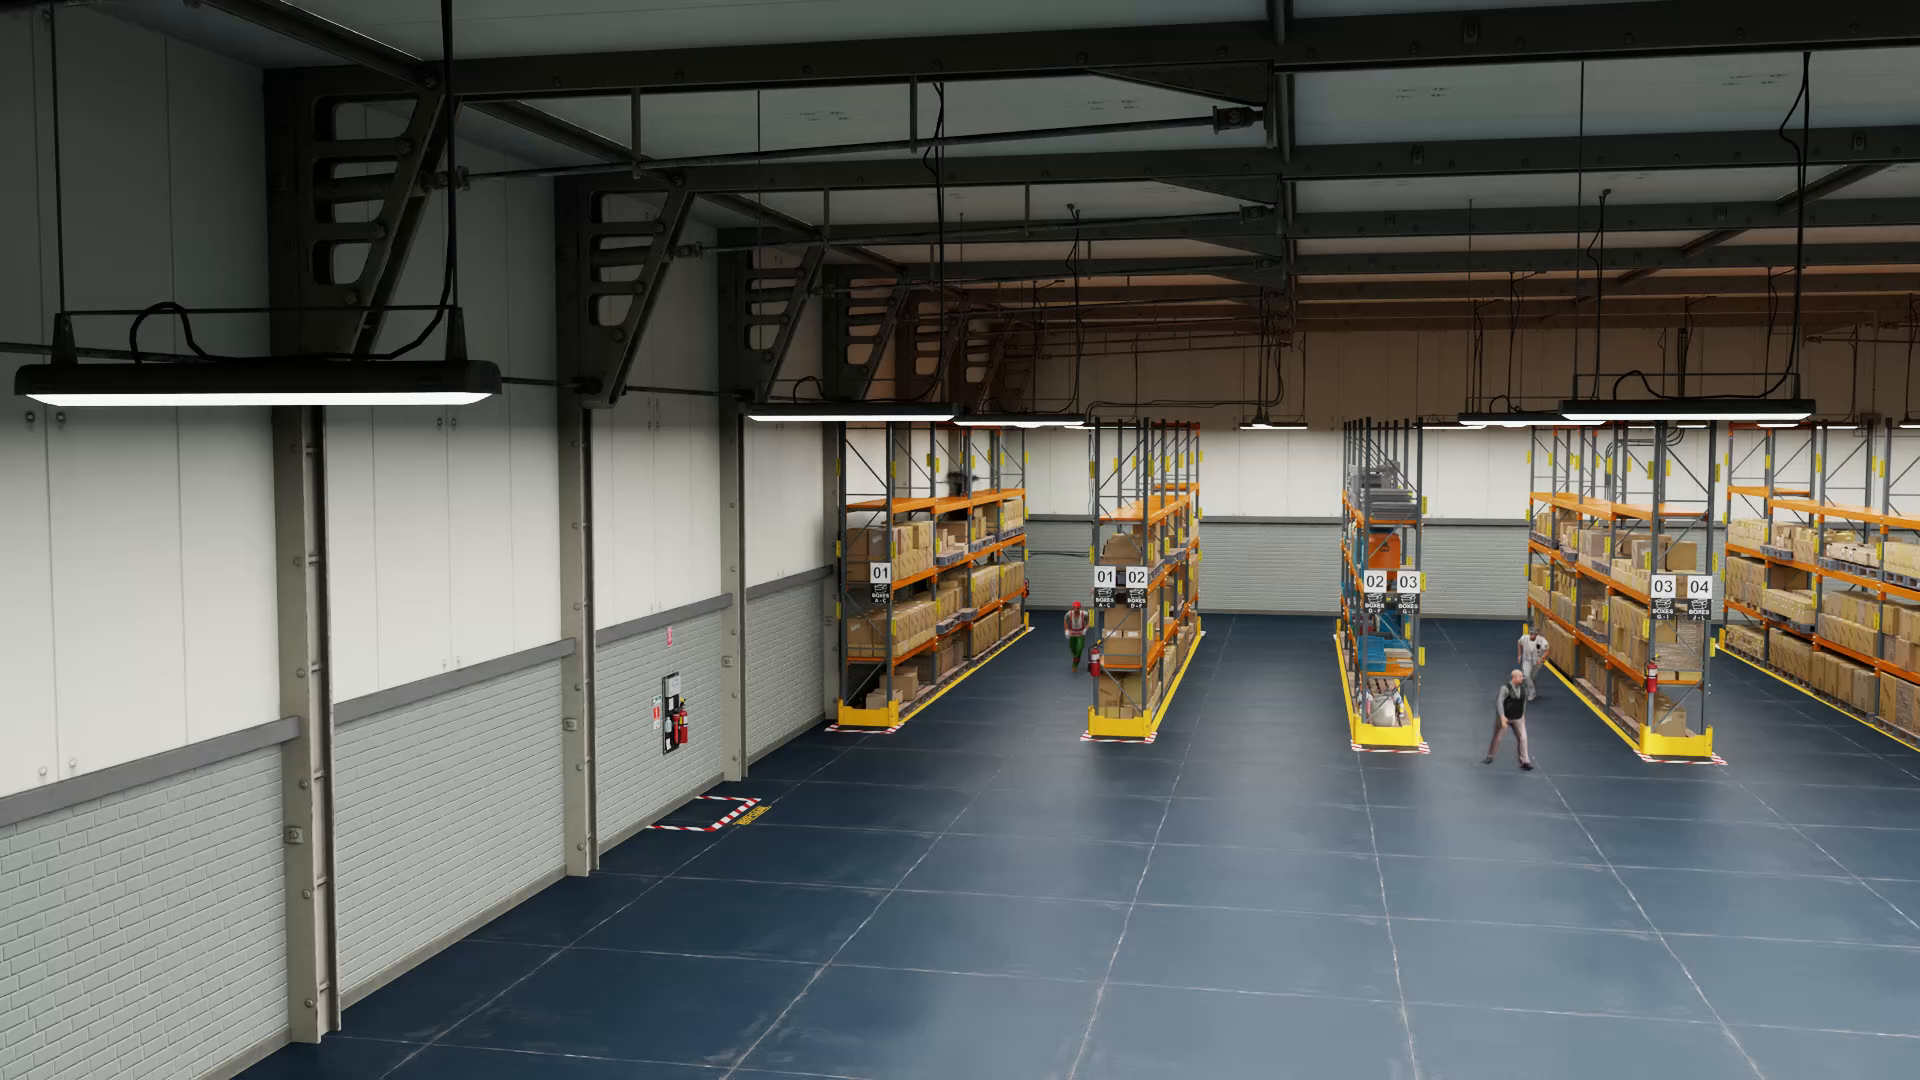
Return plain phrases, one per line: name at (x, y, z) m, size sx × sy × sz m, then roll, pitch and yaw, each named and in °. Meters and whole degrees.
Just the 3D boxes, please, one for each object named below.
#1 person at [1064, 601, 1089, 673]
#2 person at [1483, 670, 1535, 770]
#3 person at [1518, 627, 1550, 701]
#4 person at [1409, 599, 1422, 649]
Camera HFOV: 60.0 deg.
person at (2.820, 2.300, 39.877) m, size 0.656 × 1.724 × 0.896 m, roll 0°, pitch 4°, yaw 4°
person at (9.393, 3.039, 28.348) m, size 0.655 × 1.674 × 0.888 m, roll -1°, pitch 4°, yaw -19°
person at (12.358, 2.624, 35.812) m, size 0.659 × 1.602 × 1.093 m, roll 1°, pitch 4°, yaw 21°
person at (11.885, 1.985, 44.059) m, size 0.692 × 1.748 × 0.549 m, roll 2°, pitch 4°, yaw 22°
